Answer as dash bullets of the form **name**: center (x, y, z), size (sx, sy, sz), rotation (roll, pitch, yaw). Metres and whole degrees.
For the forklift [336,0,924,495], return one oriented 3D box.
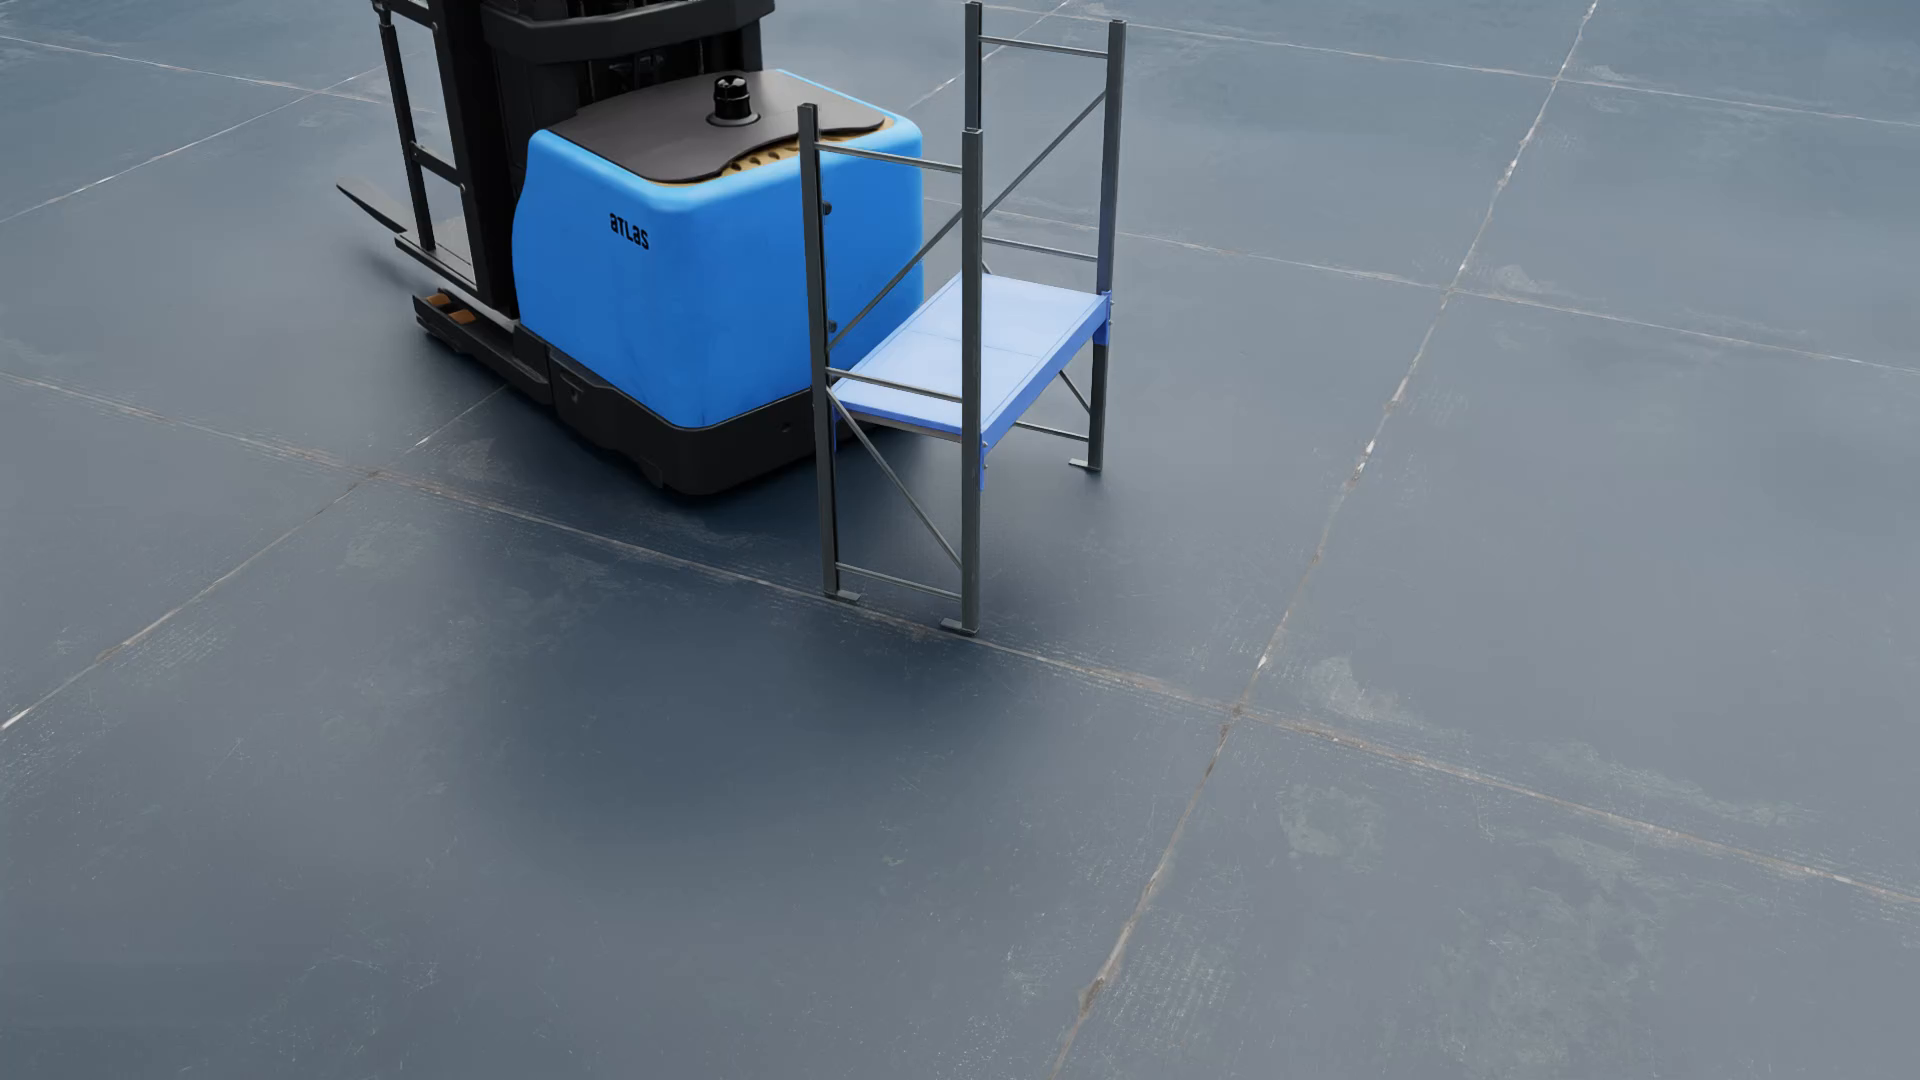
- **forklift**: center (-1.458, -2.096, 5.774), size (1.130, 2.935, 3.031), rotation (-26, 41, -34)

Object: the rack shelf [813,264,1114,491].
- **rack shelf**: center (0.036, -0.519, 5.002), size (0.538, 0.185, 1.000), rotation (14, 36, 20)

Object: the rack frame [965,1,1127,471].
- **rack frame**: center (0.248, -0.923, 5.290), size (0.500, 1.500, 0.032), rotation (14, 36, 20)

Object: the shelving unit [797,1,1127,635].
- **shelving unit**: center (0.036, -0.670, 4.904), size (0.538, 1.500, 1.048), rotation (14, 36, 20)

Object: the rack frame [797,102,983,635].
- **rack frame**: center (-0.177, -0.417, 4.517), size (0.500, 1.500, 0.032), rotation (14, 36, 20)
